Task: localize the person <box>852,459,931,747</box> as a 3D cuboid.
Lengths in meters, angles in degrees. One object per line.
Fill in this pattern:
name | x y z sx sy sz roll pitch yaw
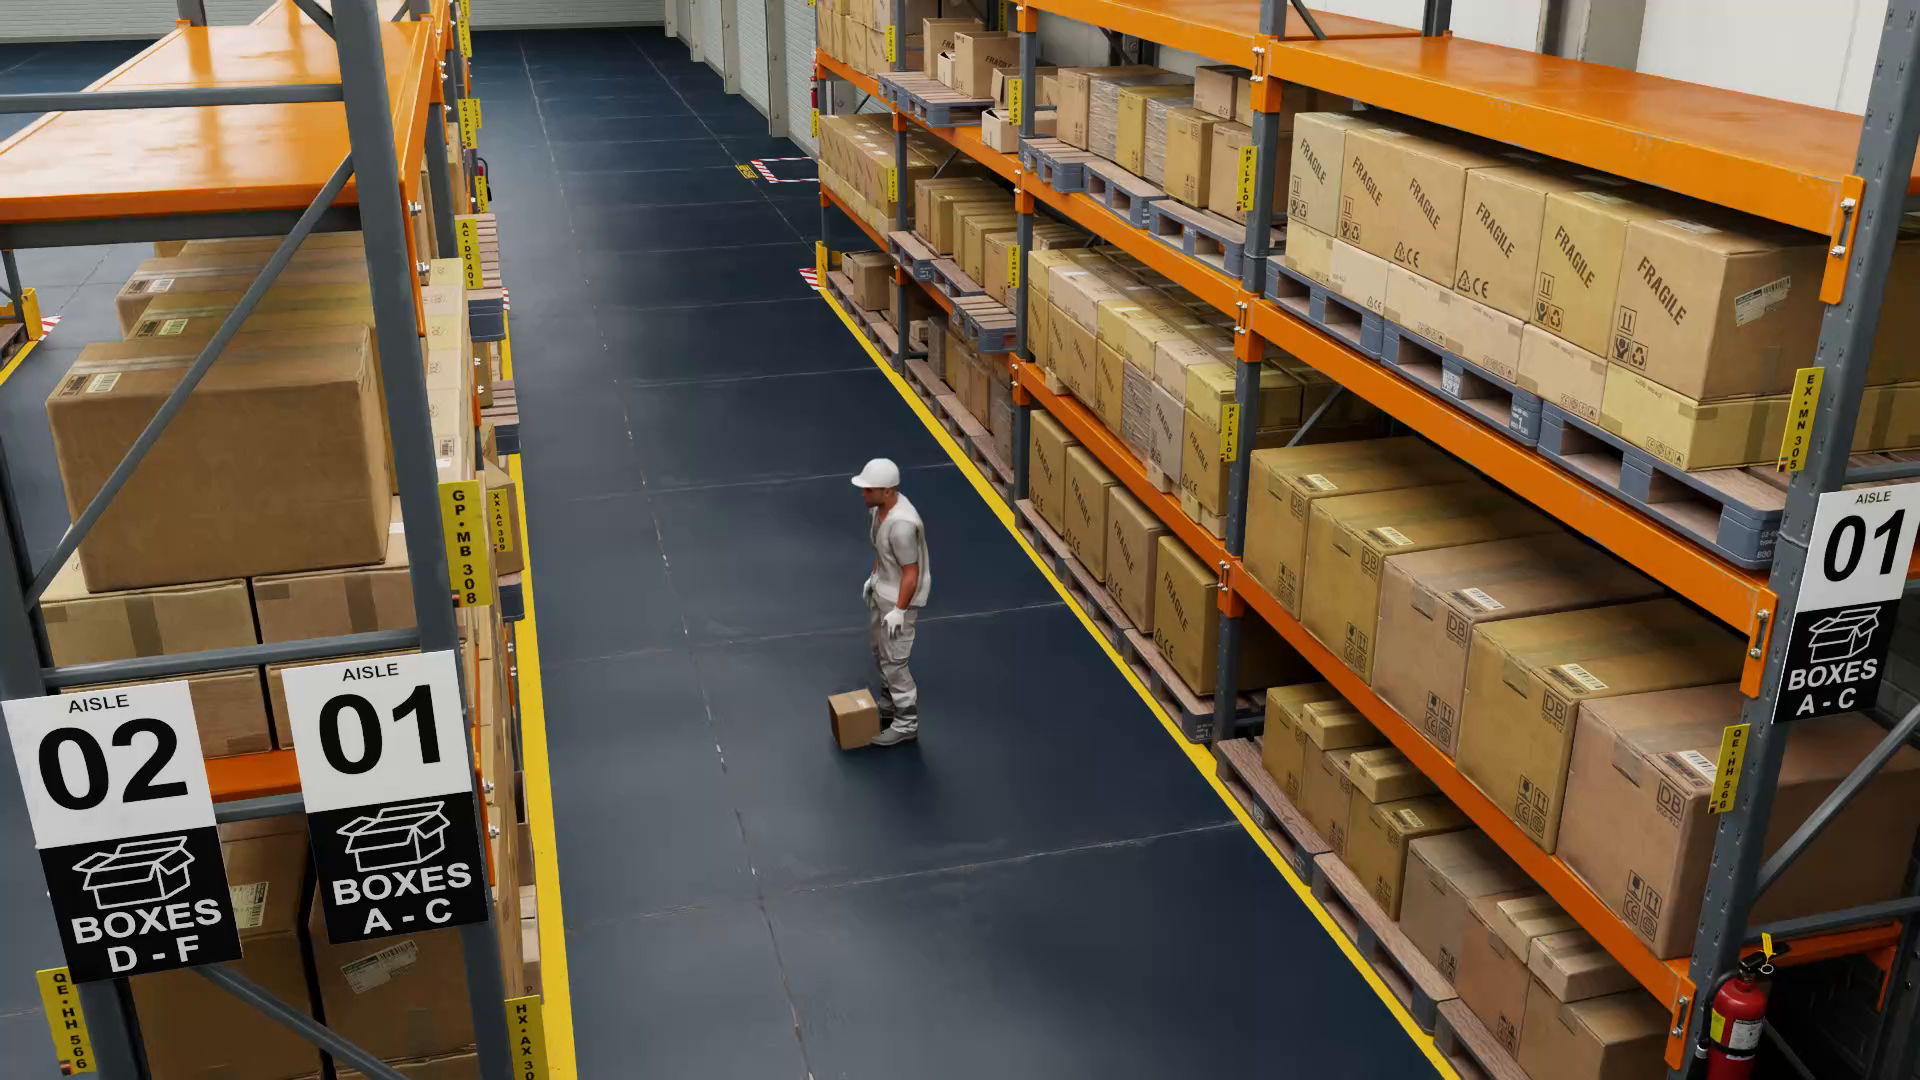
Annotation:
person | -0.410 0.349 9.815 0.441 1.780 0.579 -7 24 -16
